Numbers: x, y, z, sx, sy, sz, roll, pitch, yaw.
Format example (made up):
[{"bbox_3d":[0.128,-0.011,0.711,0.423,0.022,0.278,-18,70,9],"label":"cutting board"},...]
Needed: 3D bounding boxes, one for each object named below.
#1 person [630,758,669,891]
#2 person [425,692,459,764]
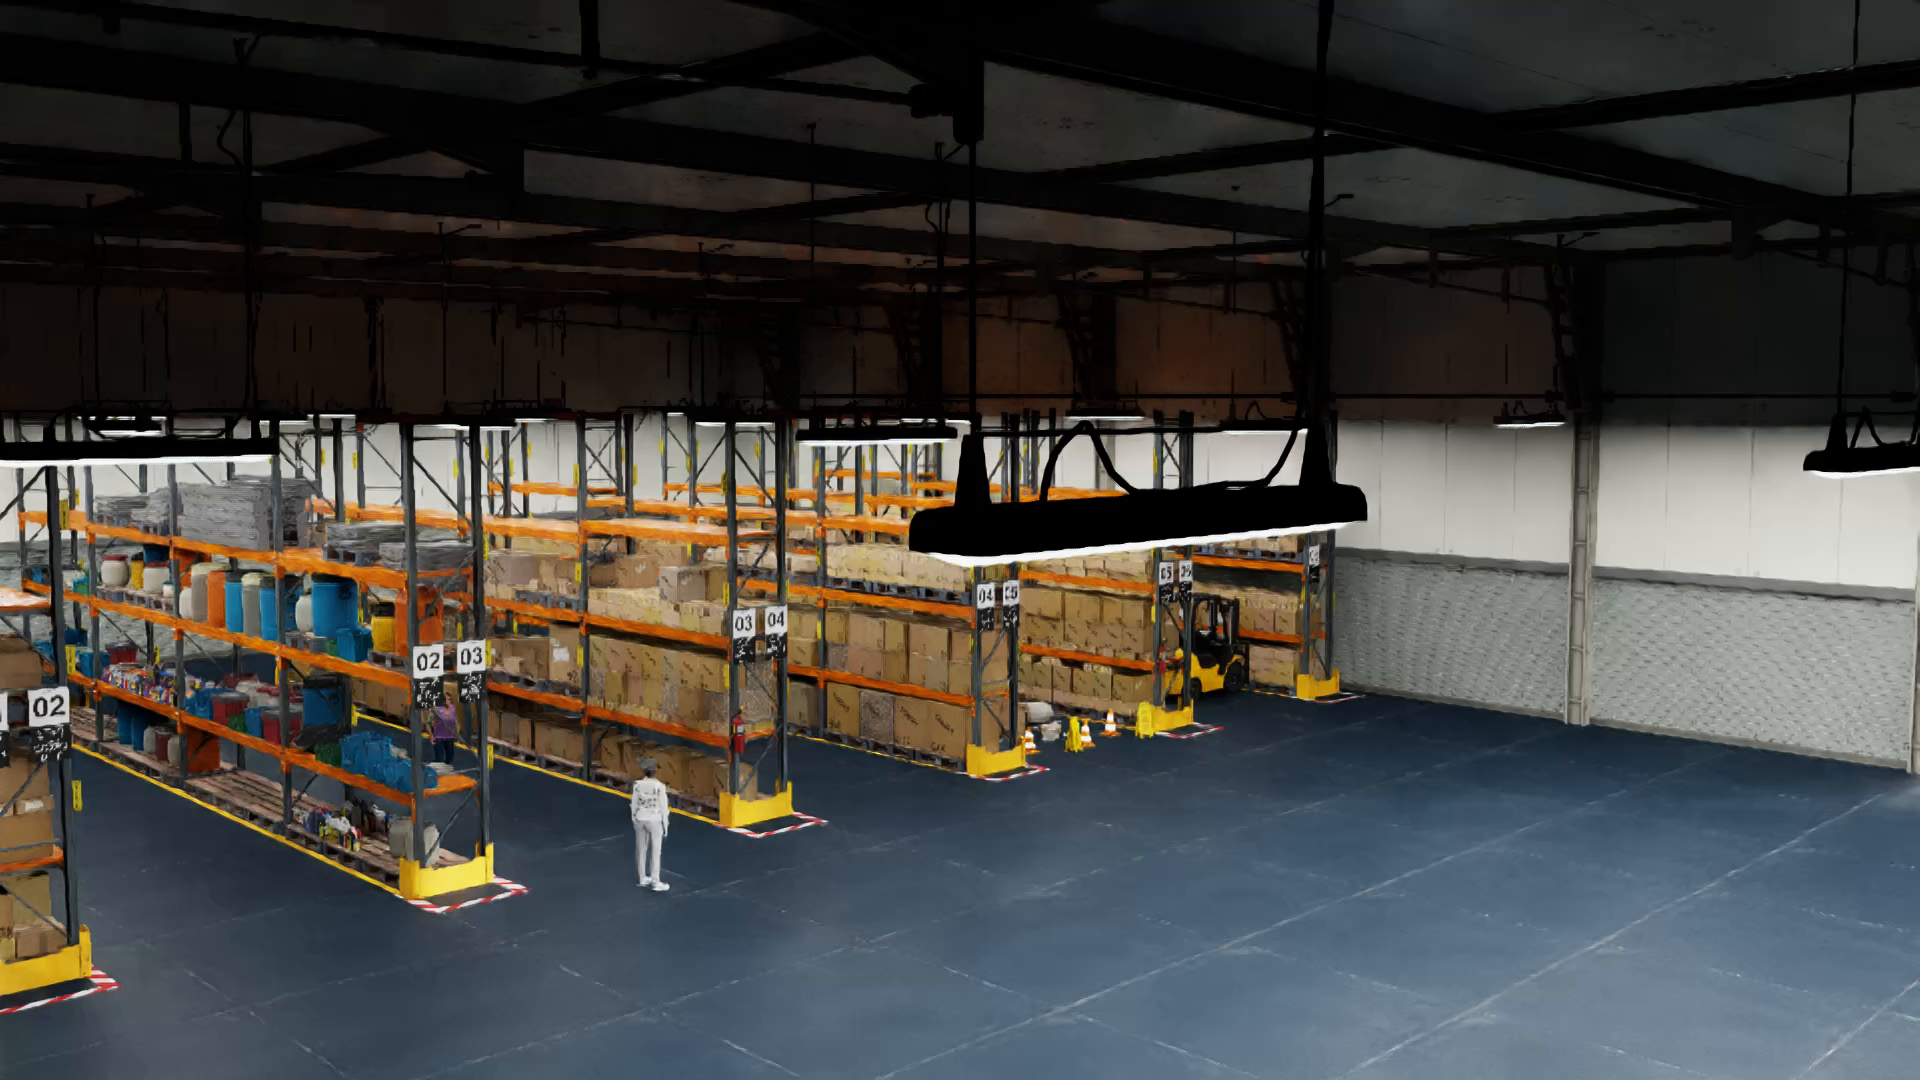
[{"bbox_3d":[-3.962,3.632,21.325,0.537,1.677,0.416,1,5,16],"label":"person"},{"bbox_3d":[-8.428,3.220,27.071,0.519,1.539,0.566,4,7,42],"label":"person"}]
